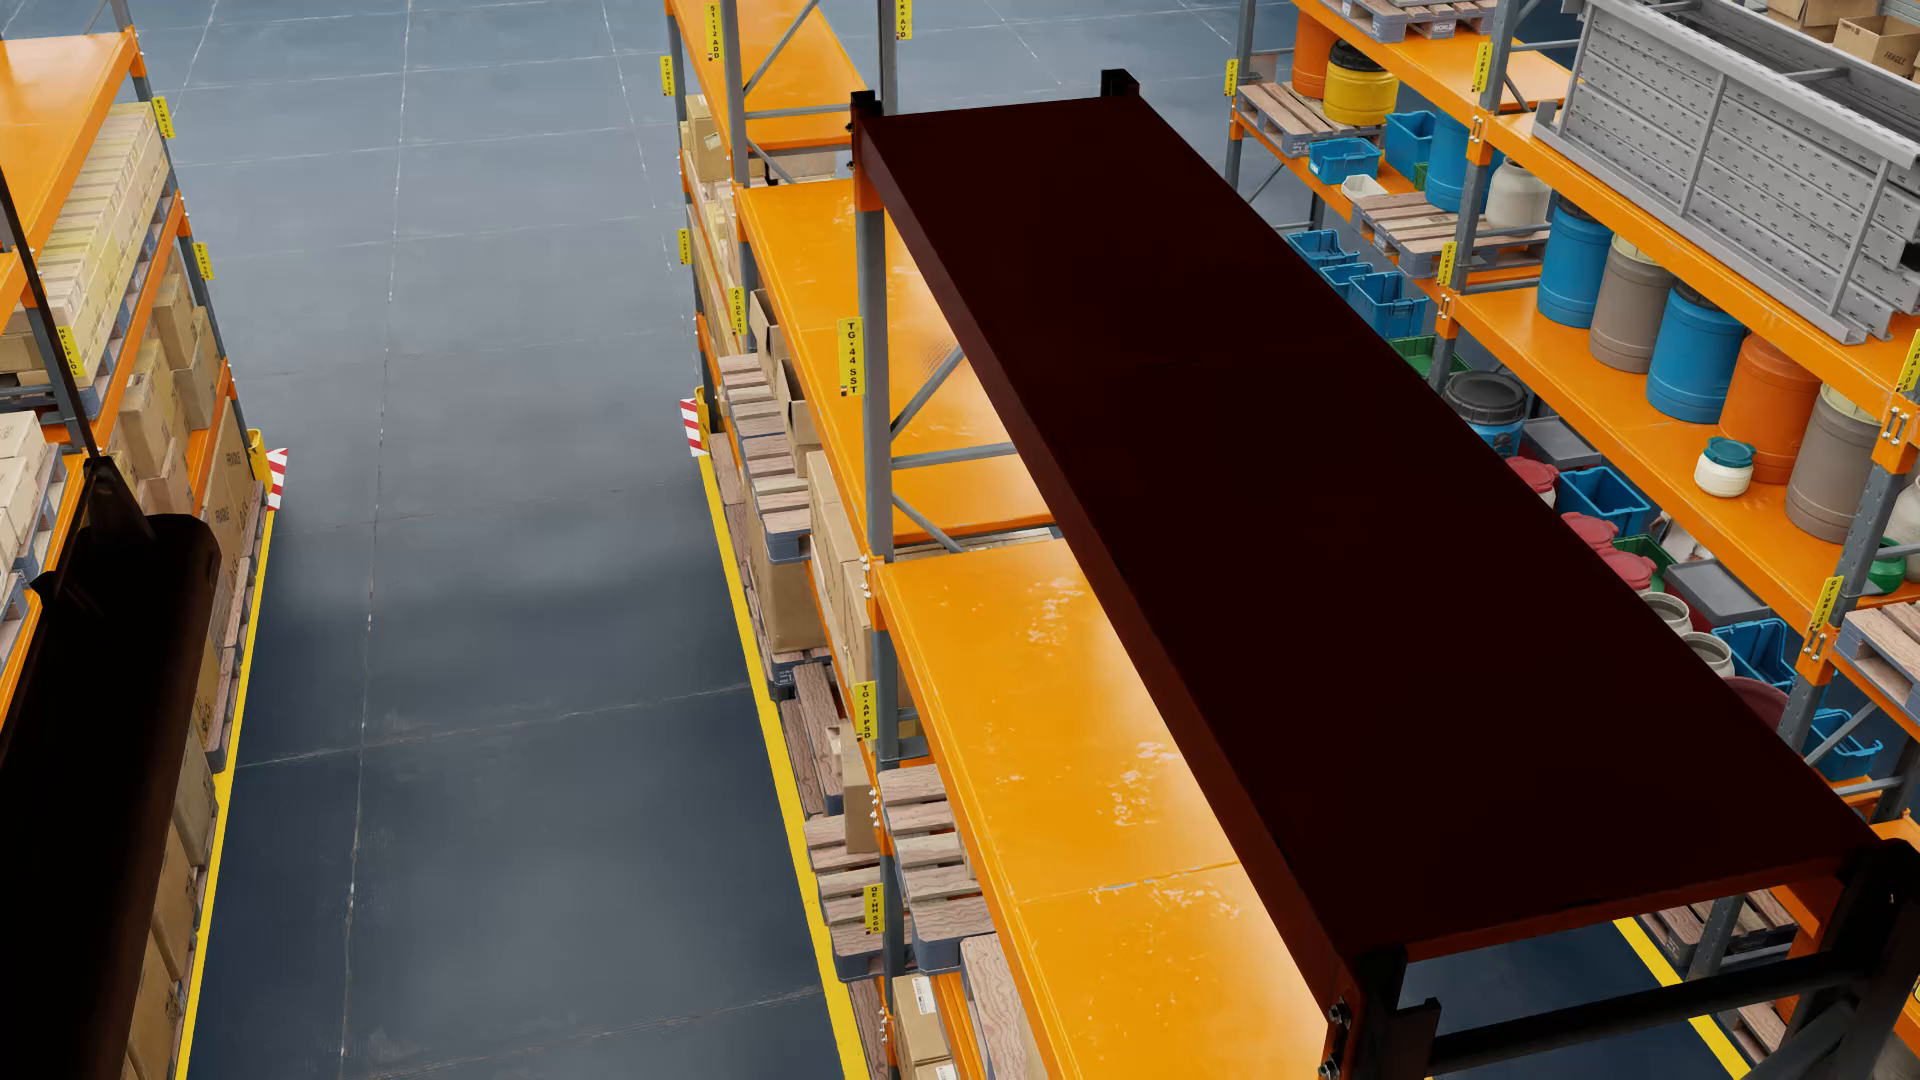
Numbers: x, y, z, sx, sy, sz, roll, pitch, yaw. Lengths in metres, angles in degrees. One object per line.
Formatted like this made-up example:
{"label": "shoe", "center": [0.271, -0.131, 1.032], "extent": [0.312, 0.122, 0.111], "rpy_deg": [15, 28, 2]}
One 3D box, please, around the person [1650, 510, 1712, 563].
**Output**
{"label": "person", "center": [5.466, -0.004, 12.543], "extent": [0.579, 1.779, 0.681], "rpy_deg": [9, 35, 12]}
